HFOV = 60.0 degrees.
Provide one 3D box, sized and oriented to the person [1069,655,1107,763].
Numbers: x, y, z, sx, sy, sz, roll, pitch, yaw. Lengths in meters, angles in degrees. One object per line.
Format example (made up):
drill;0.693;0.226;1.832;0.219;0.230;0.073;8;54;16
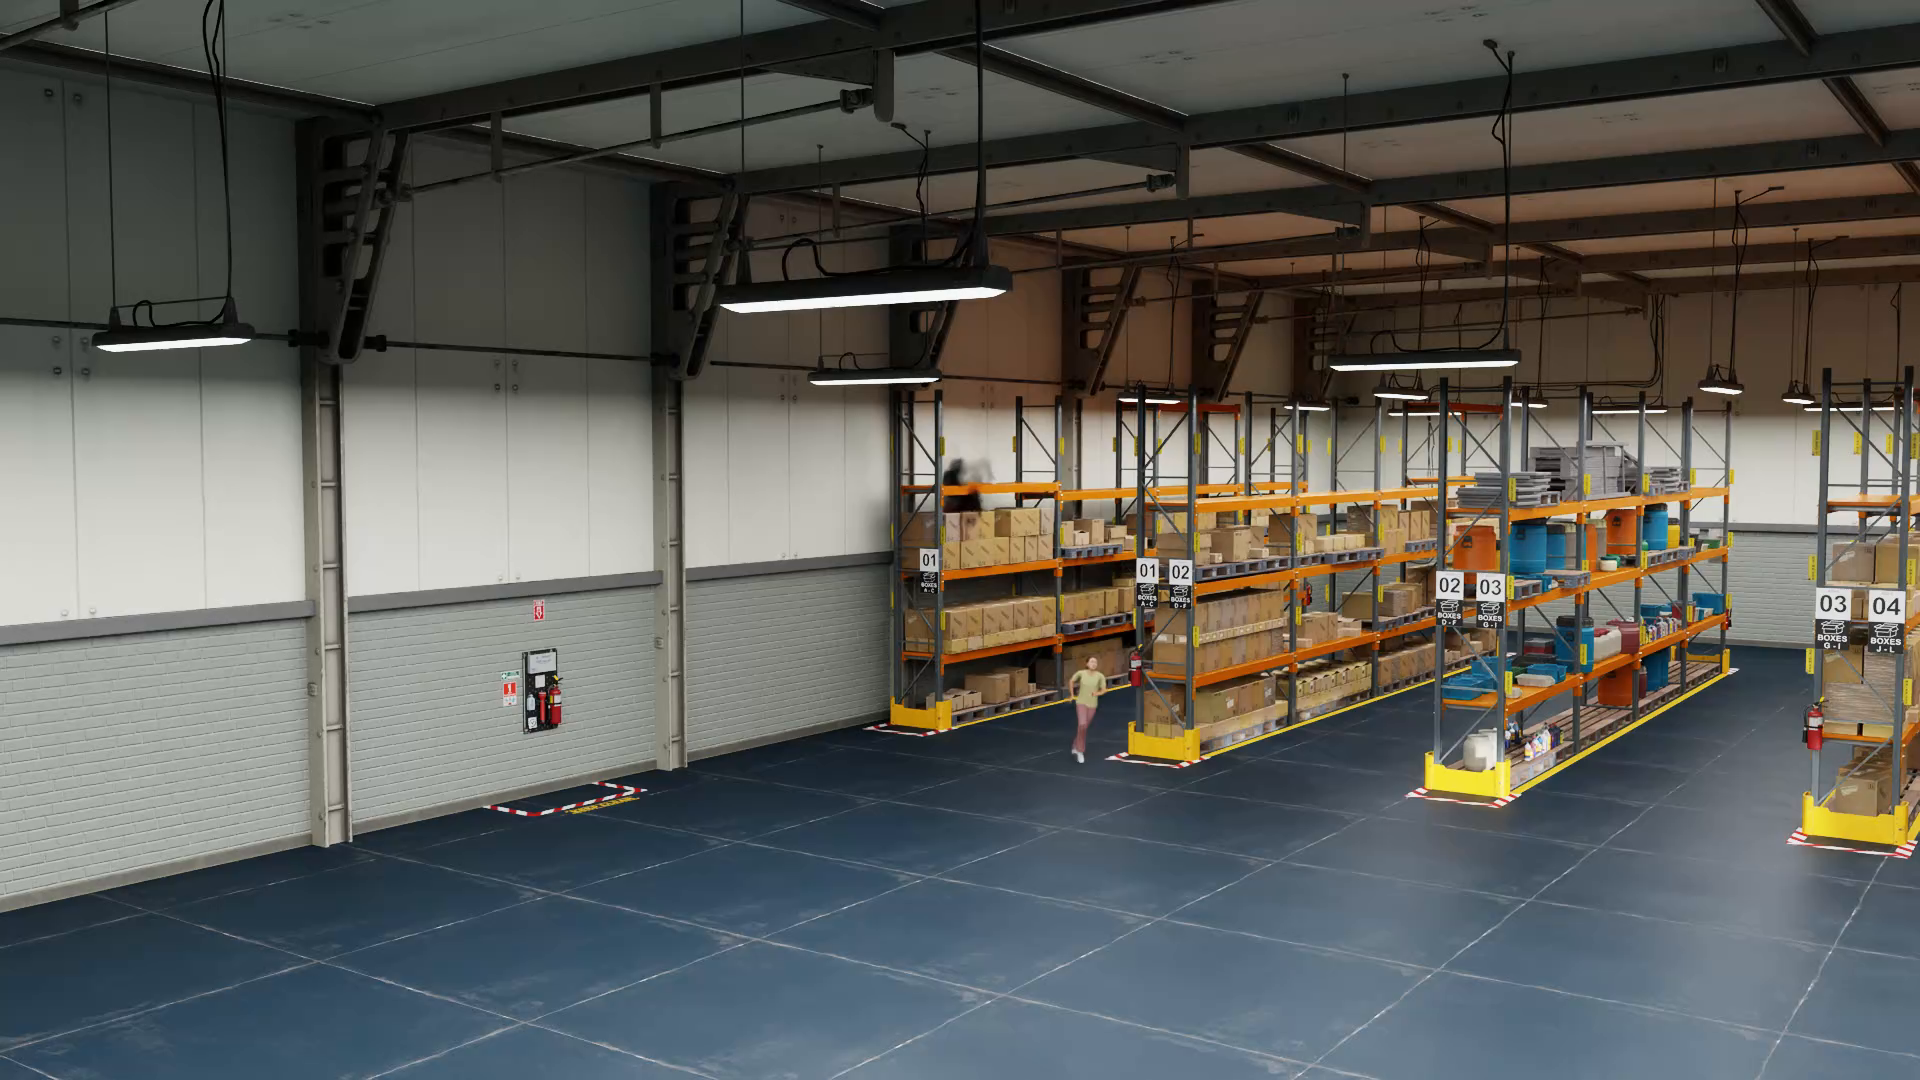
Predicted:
person;2.059;2.677;26.566;0.577;1.649;0.804;0;3;-6
